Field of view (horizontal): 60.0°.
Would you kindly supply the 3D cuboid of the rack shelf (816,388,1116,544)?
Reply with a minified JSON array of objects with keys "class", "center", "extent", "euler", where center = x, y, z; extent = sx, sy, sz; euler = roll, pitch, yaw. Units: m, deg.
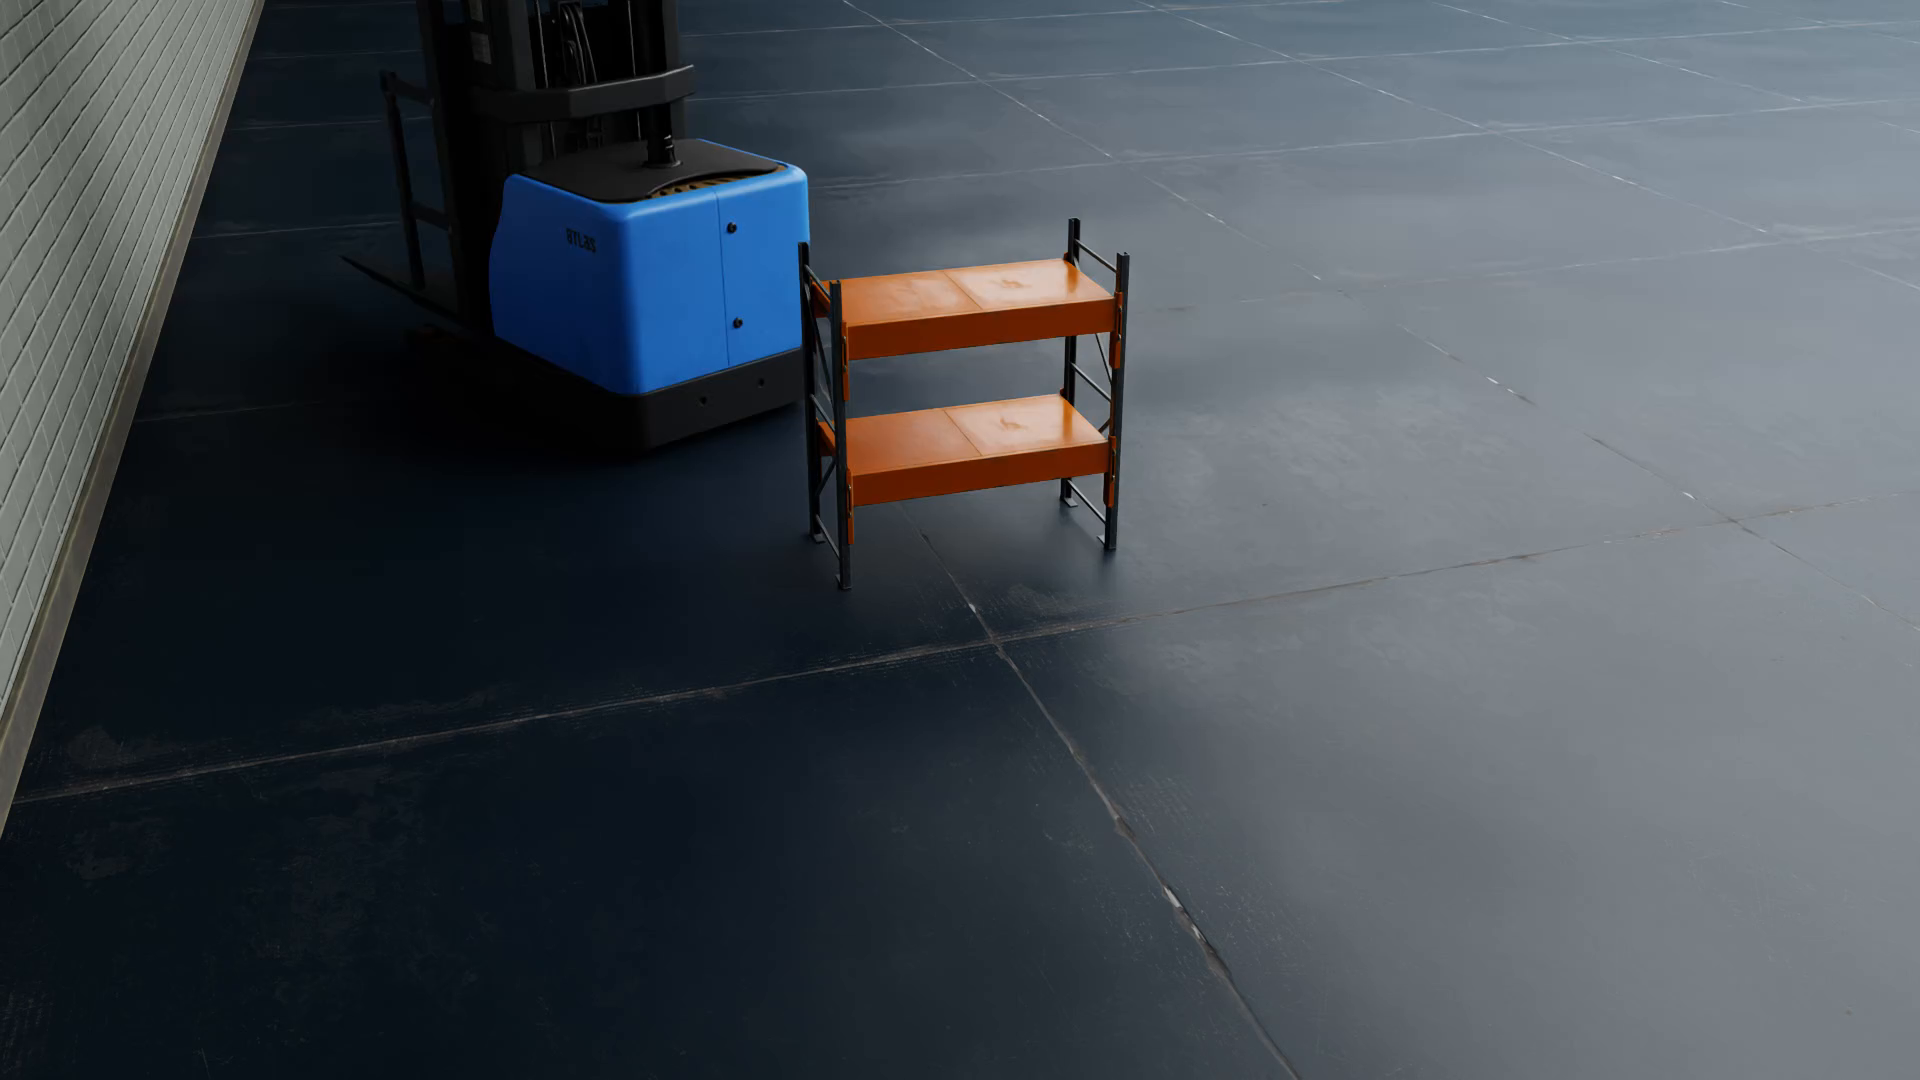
[{"class":"rack shelf","center":[0.006,-0.286,6.110],"extent":[1.000,0.278,0.538],"euler":[-8,28,-16]}]

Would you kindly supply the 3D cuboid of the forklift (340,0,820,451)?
[{"class":"forklift","center":[-2.004,-2.243,7.473],"extent":[1.130,2.935,3.031],"euler":[-23,34,-38]}]

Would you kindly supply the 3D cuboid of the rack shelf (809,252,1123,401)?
[{"class":"rack shelf","center":[0.006,-0.767,5.872],"extent":[1.000,0.278,0.538],"euler":[-8,28,-16]}]

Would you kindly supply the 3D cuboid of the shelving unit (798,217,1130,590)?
[{"class":"shelving unit","center":[0.006,-0.505,6.002],"extent":[1.048,1.125,0.538],"euler":[-8,28,-16]}]

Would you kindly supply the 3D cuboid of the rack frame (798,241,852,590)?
[{"class":"rack frame","center":[-0.477,-0.435,5.861],"extent":[0.032,1.125,0.500],"euler":[-8,28,-16]}]

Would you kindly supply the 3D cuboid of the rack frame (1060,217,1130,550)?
[{"class":"rack frame","center":[0.490,-0.575,6.143],"extent":[0.032,1.125,0.500],"euler":[-8,28,-16]}]
